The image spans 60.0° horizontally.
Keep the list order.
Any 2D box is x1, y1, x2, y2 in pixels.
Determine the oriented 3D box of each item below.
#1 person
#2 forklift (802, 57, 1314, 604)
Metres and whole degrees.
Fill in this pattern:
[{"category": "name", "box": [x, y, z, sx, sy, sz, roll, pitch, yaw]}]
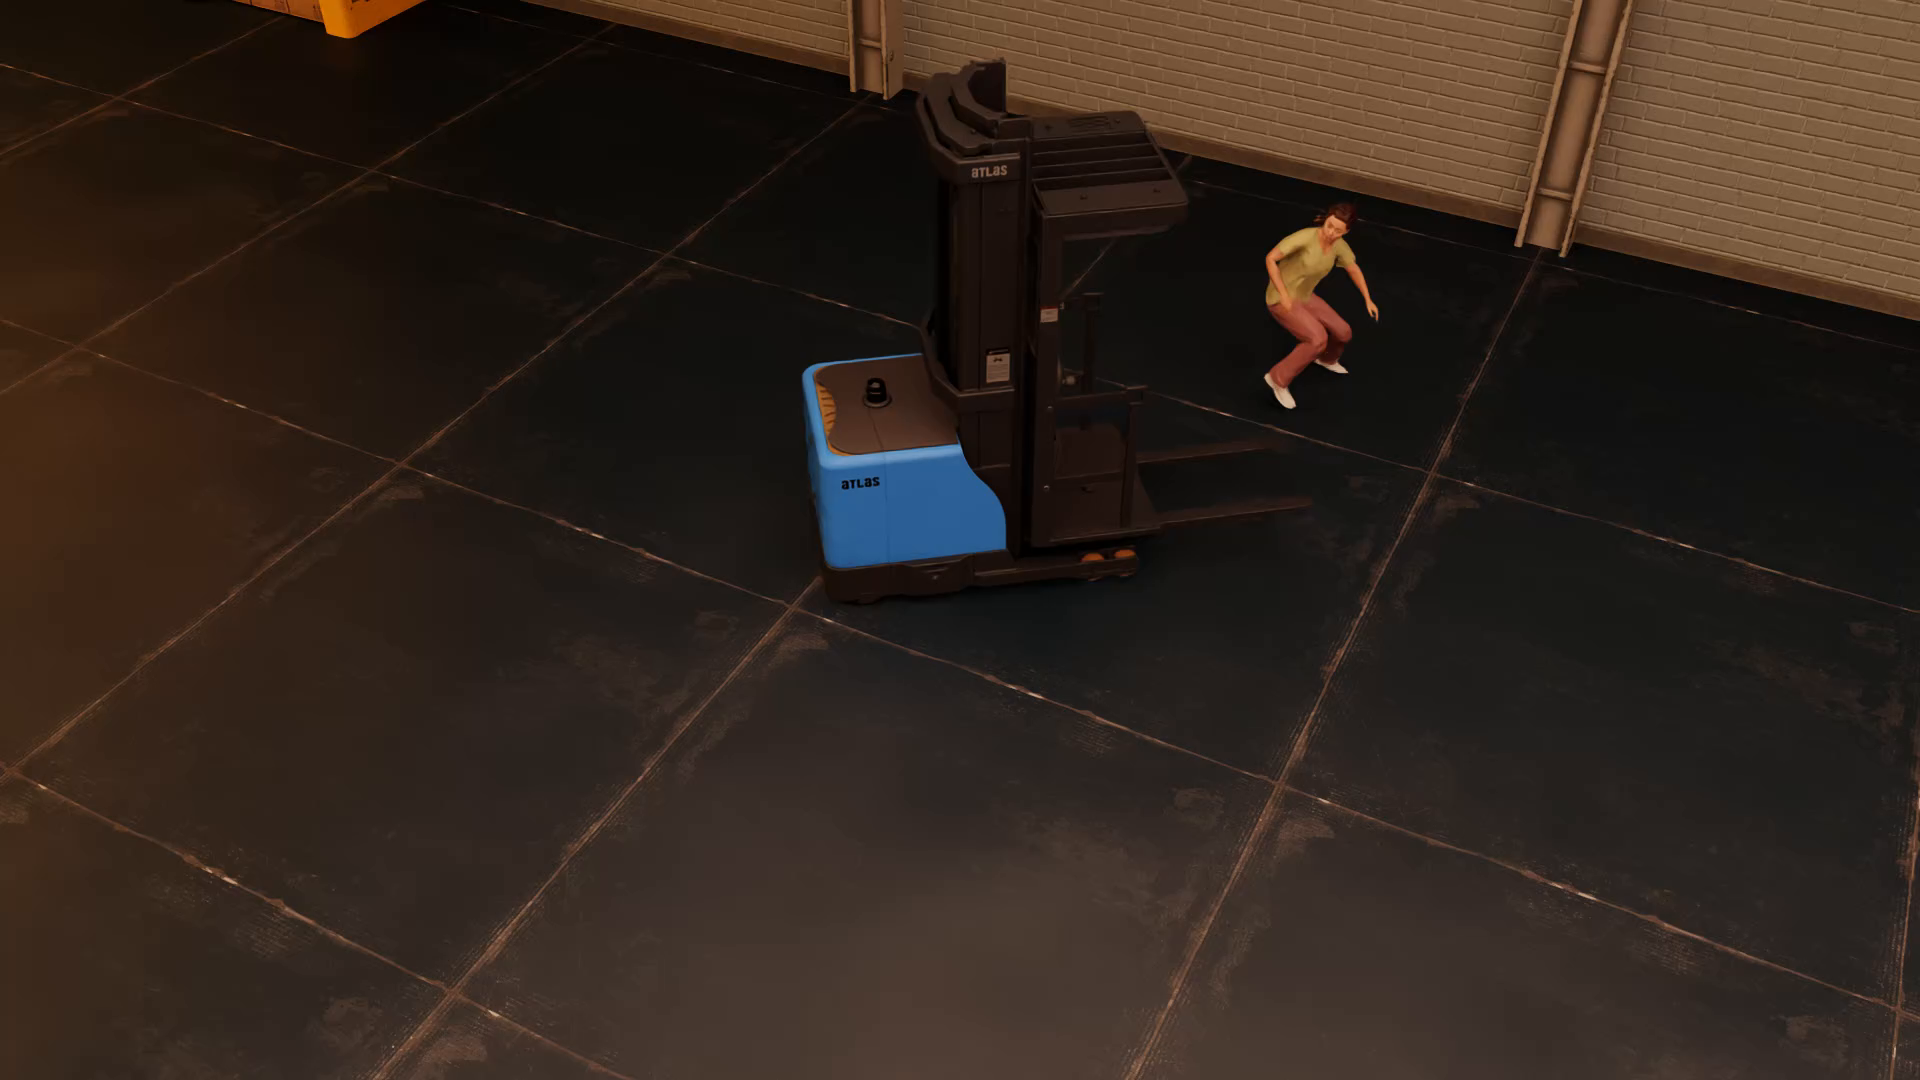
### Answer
[{"category": "person", "box": [2.379, -1.511, 11.149, 0.793, 1.243, 0.593, -29, 48, -30]}, {"category": "forklift", "box": [0.620, -1.208, 9.421, 3.031, 2.935, 1.130, -7, 41, -8]}]
